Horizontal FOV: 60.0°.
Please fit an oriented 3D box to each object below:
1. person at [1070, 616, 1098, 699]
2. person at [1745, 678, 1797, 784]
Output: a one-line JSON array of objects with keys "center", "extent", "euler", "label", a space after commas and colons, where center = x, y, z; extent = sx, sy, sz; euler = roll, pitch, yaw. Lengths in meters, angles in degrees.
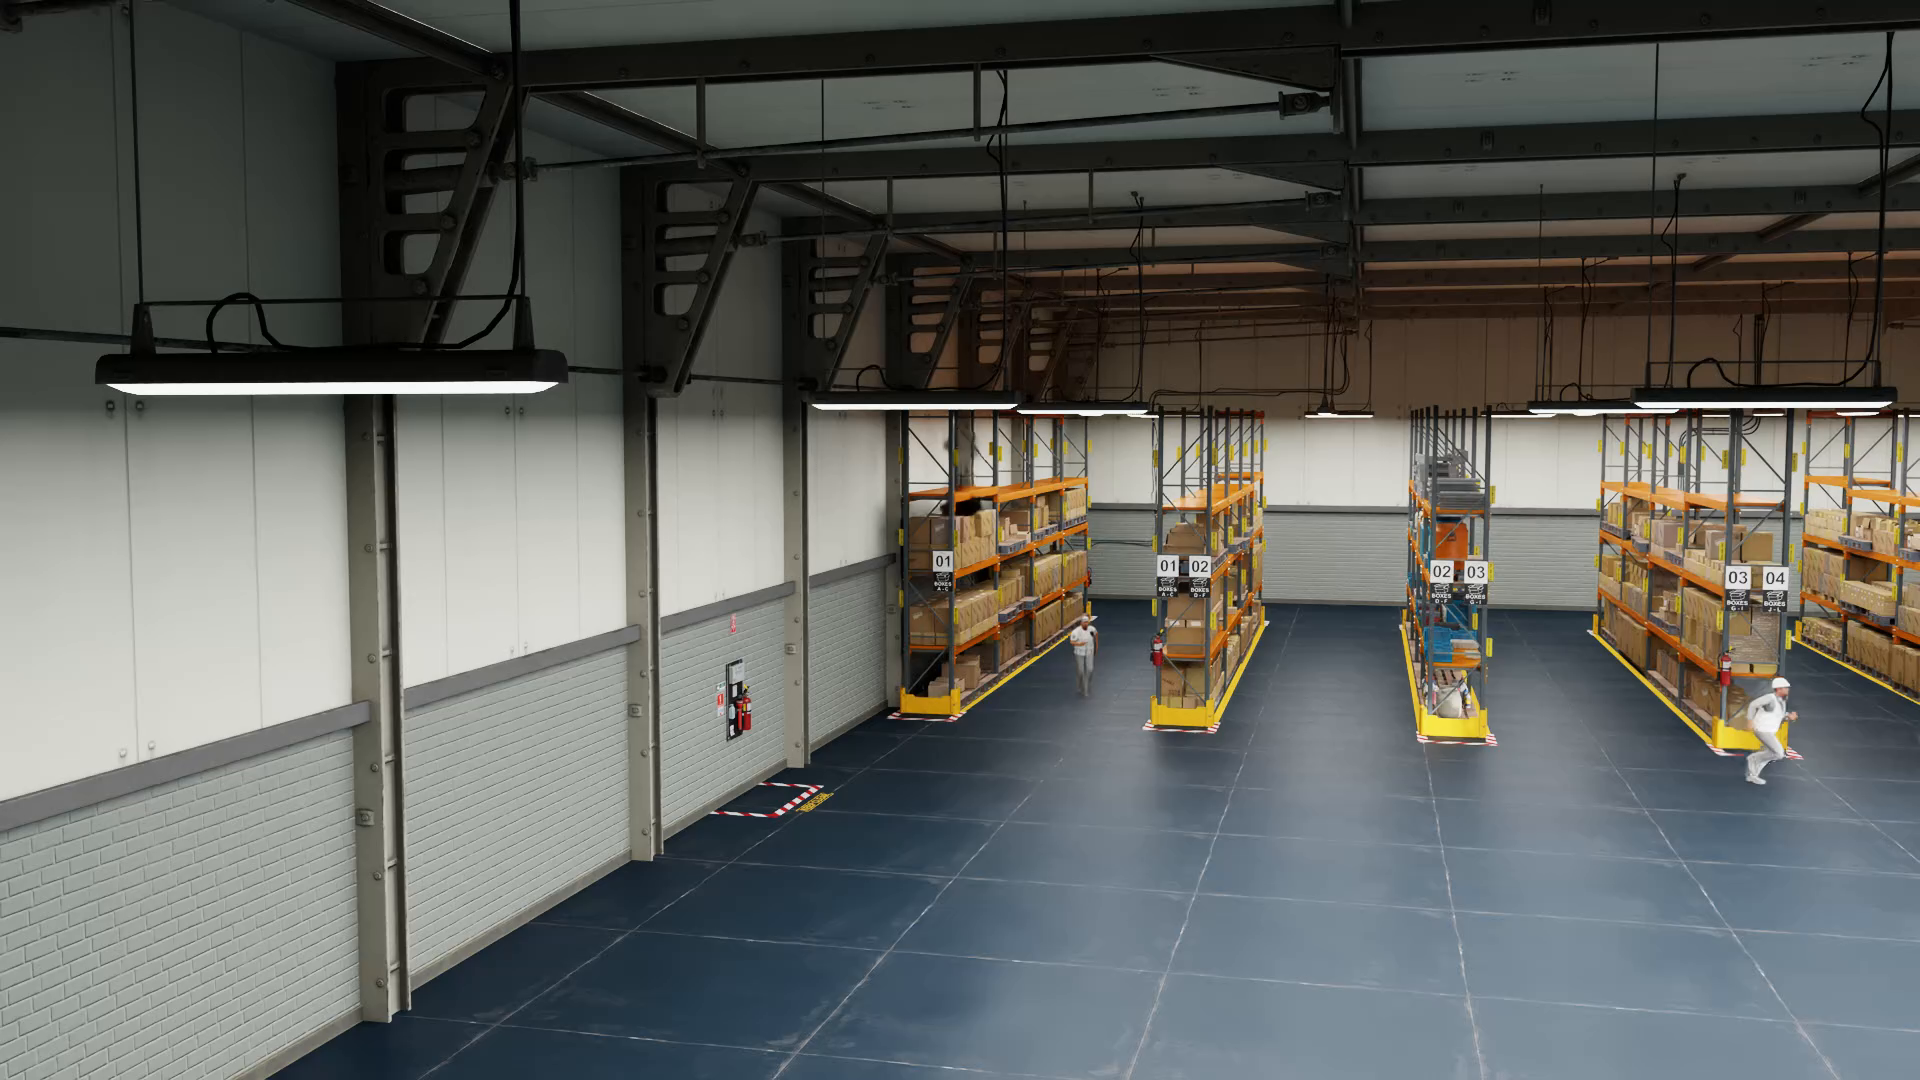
[{"center": [2.581, 2.420, 34.677], "extent": [0.627, 1.712, 0.870], "euler": [-1, 4, -8], "label": "person"}, {"center": [12.758, 2.968, 26.149], "extent": [0.733, 1.633, 0.645], "euler": [4, 5, 41], "label": "person"}]
